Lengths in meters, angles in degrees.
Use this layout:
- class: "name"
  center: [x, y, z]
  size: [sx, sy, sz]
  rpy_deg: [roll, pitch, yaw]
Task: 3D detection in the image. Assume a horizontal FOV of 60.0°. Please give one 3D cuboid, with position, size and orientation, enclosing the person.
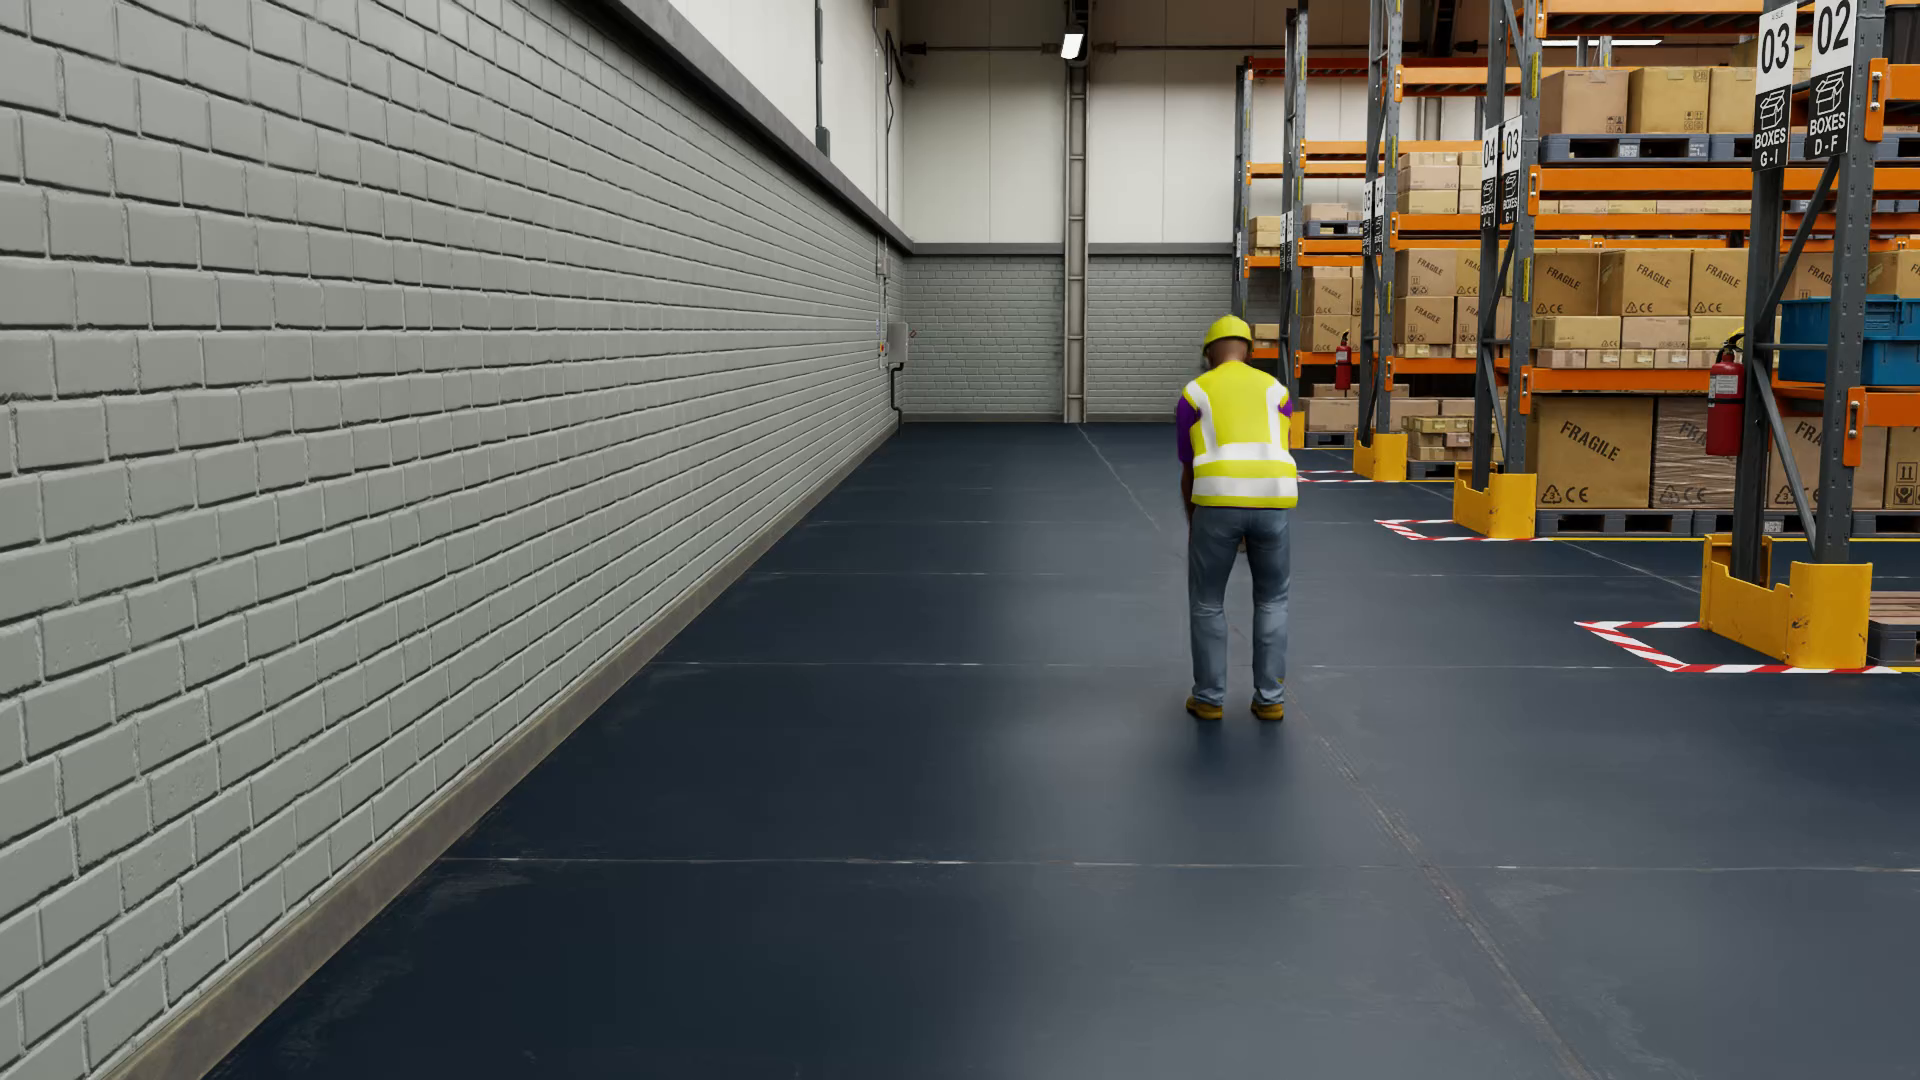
- class: "person"
  center: [1.146, -0.113, 6.996]
  size: [0.483, 1.657, 0.671]
  rpy_deg: [0, 7, 0]
